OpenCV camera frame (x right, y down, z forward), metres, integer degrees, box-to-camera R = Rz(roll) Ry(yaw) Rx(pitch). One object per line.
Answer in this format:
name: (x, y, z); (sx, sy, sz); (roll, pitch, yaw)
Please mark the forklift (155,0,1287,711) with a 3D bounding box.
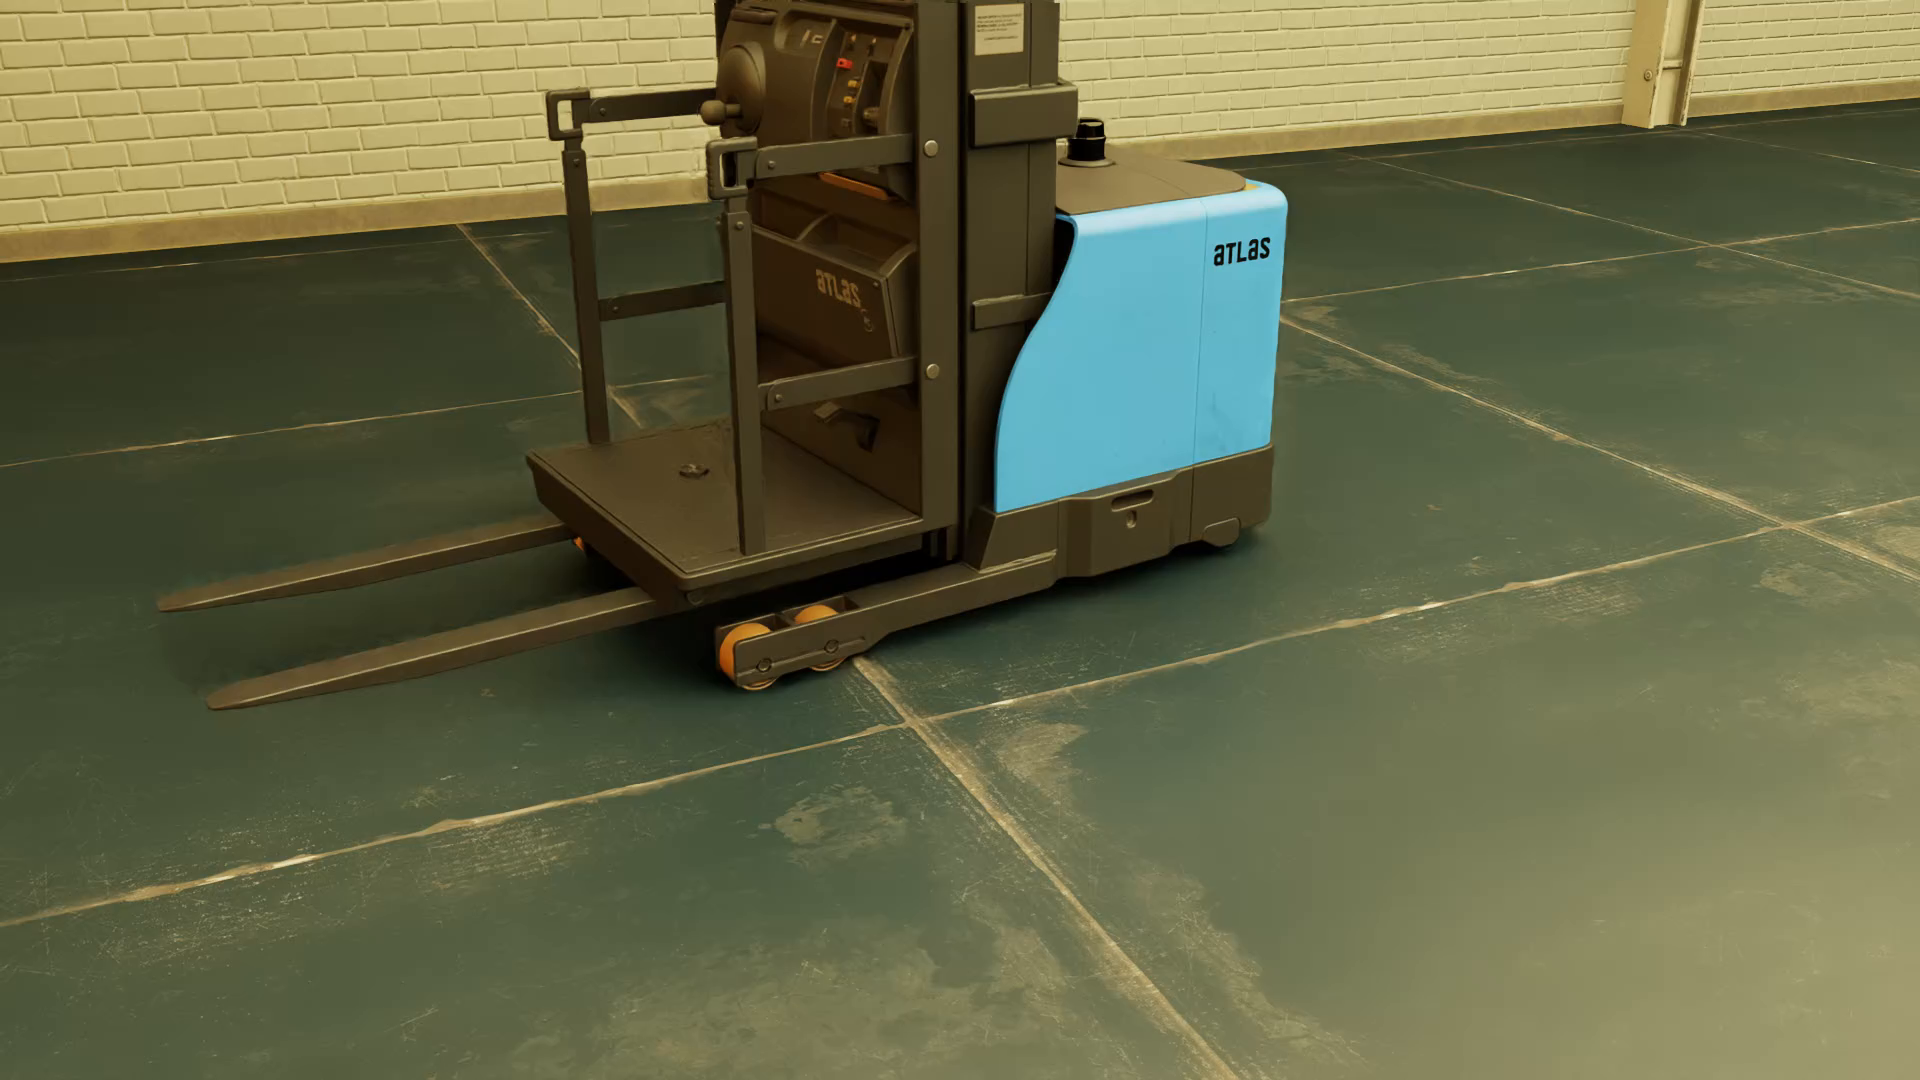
forklift: (-0.562, -1.205, 4.187); (3.031, 2.935, 1.130); (-14, 26, -31)
